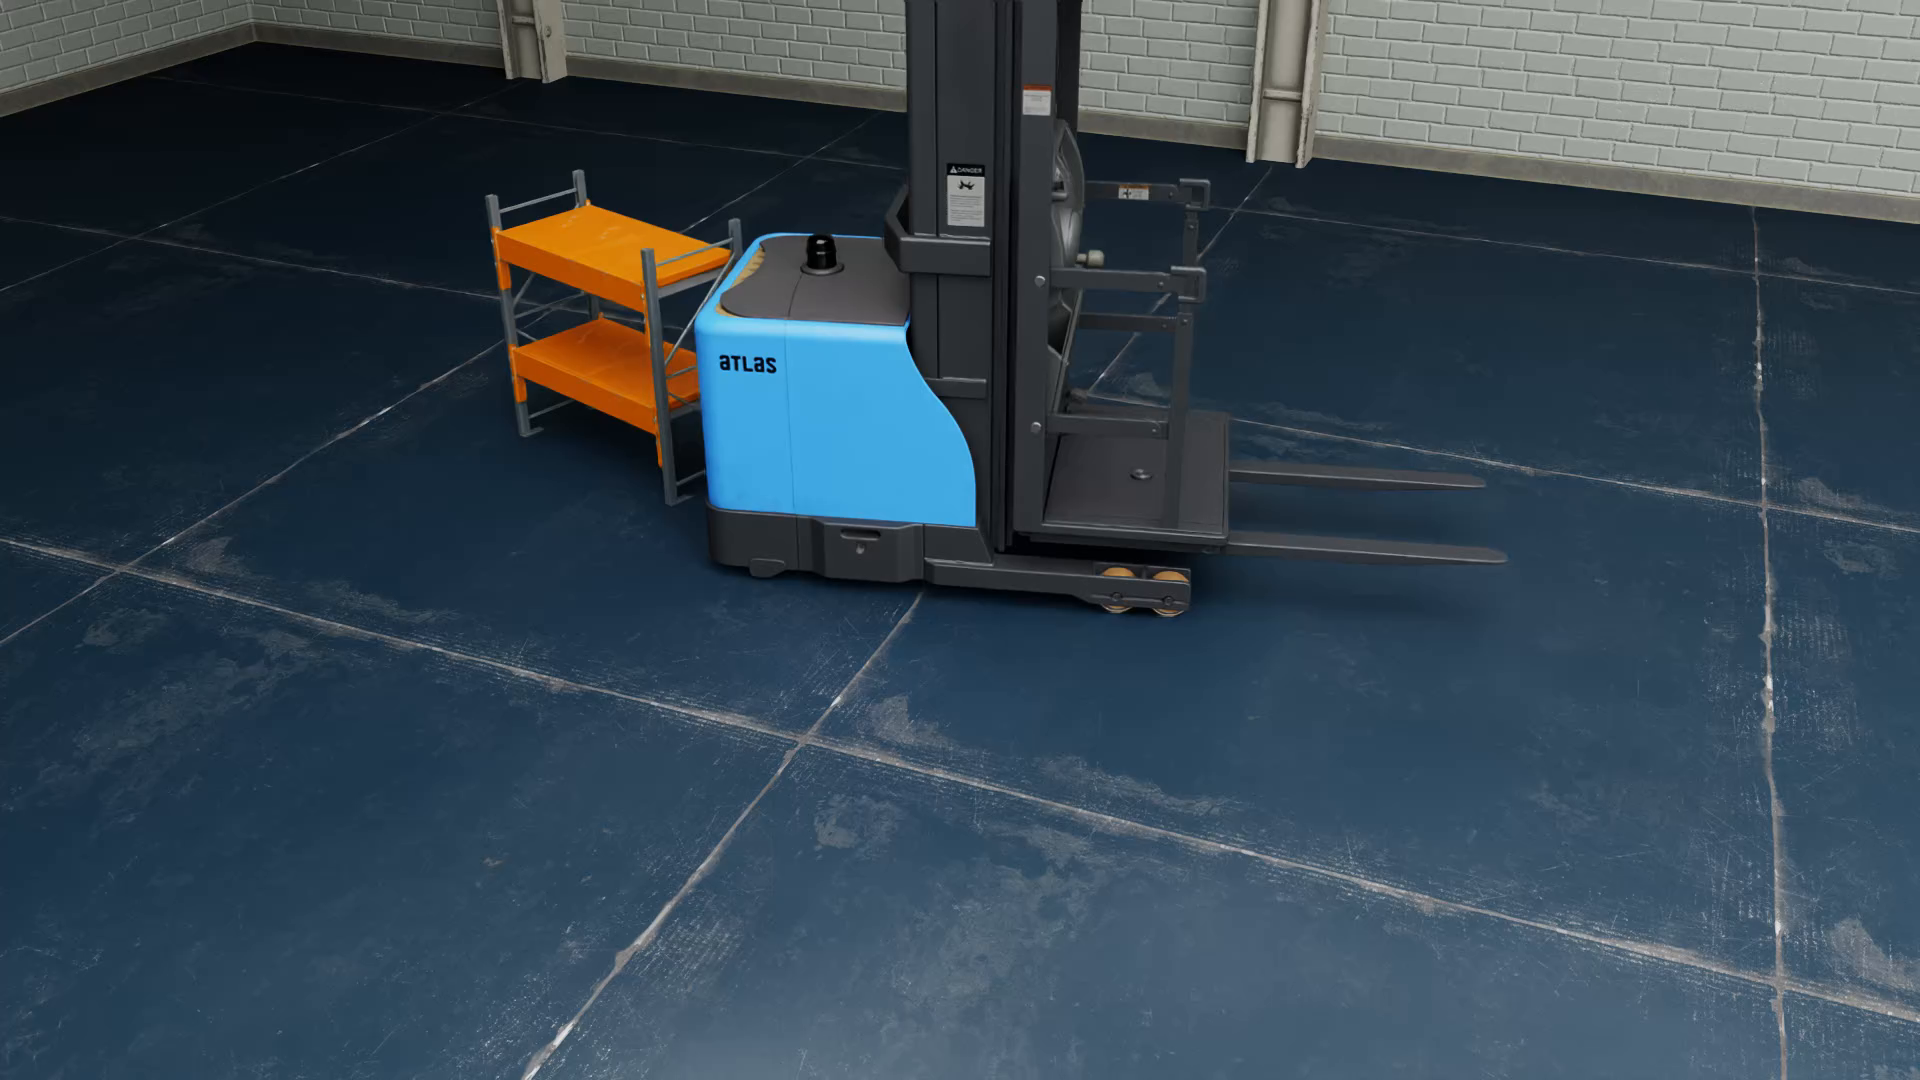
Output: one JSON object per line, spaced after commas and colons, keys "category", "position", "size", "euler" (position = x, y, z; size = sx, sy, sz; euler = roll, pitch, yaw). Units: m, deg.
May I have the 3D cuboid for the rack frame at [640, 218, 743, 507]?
{"category": "rack frame", "position": [-1.068, -0.728, 6.895], "size": [0.032, 1.125, 0.500], "euler": [23, 37, 35]}

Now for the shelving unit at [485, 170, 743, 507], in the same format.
{"category": "shelving unit", "position": [-1.452, -0.891, 7.184], "size": [1.048, 1.125, 0.538], "euler": [23, 37, 35]}

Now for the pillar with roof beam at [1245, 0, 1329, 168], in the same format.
{"category": "pillar with roof beam", "position": [0.560, -4.558, 5.668], "size": [0.400, 9.000, 9.100], "euler": [11, 31, 19]}

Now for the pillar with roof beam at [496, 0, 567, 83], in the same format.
{"category": "pillar with roof beam", "position": [-5.000, -5.668, 7.632], "size": [0.400, 9.000, 9.100], "euler": [11, 31, 19]}

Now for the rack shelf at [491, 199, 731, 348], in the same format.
{"category": "rack shelf", "position": [-1.452, -1.146, 7.040], "size": [1.000, 0.278, 0.538], "euler": [23, 37, 35]}

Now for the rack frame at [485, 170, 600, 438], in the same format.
{"category": "rack frame", "position": [-1.837, -1.055, 7.473], "size": [0.032, 1.125, 0.500], "euler": [23, 37, 35]}

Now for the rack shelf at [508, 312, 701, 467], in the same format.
{"category": "rack shelf", "position": [-1.452, -0.678, 7.304], "size": [1.000, 0.278, 0.538], "euler": [23, 37, 35]}

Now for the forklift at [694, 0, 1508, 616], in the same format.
{"category": "forklift", "position": [0.579, -1.270, 6.019], "size": [3.031, 2.935, 1.130], "euler": [4, 30, 7]}
